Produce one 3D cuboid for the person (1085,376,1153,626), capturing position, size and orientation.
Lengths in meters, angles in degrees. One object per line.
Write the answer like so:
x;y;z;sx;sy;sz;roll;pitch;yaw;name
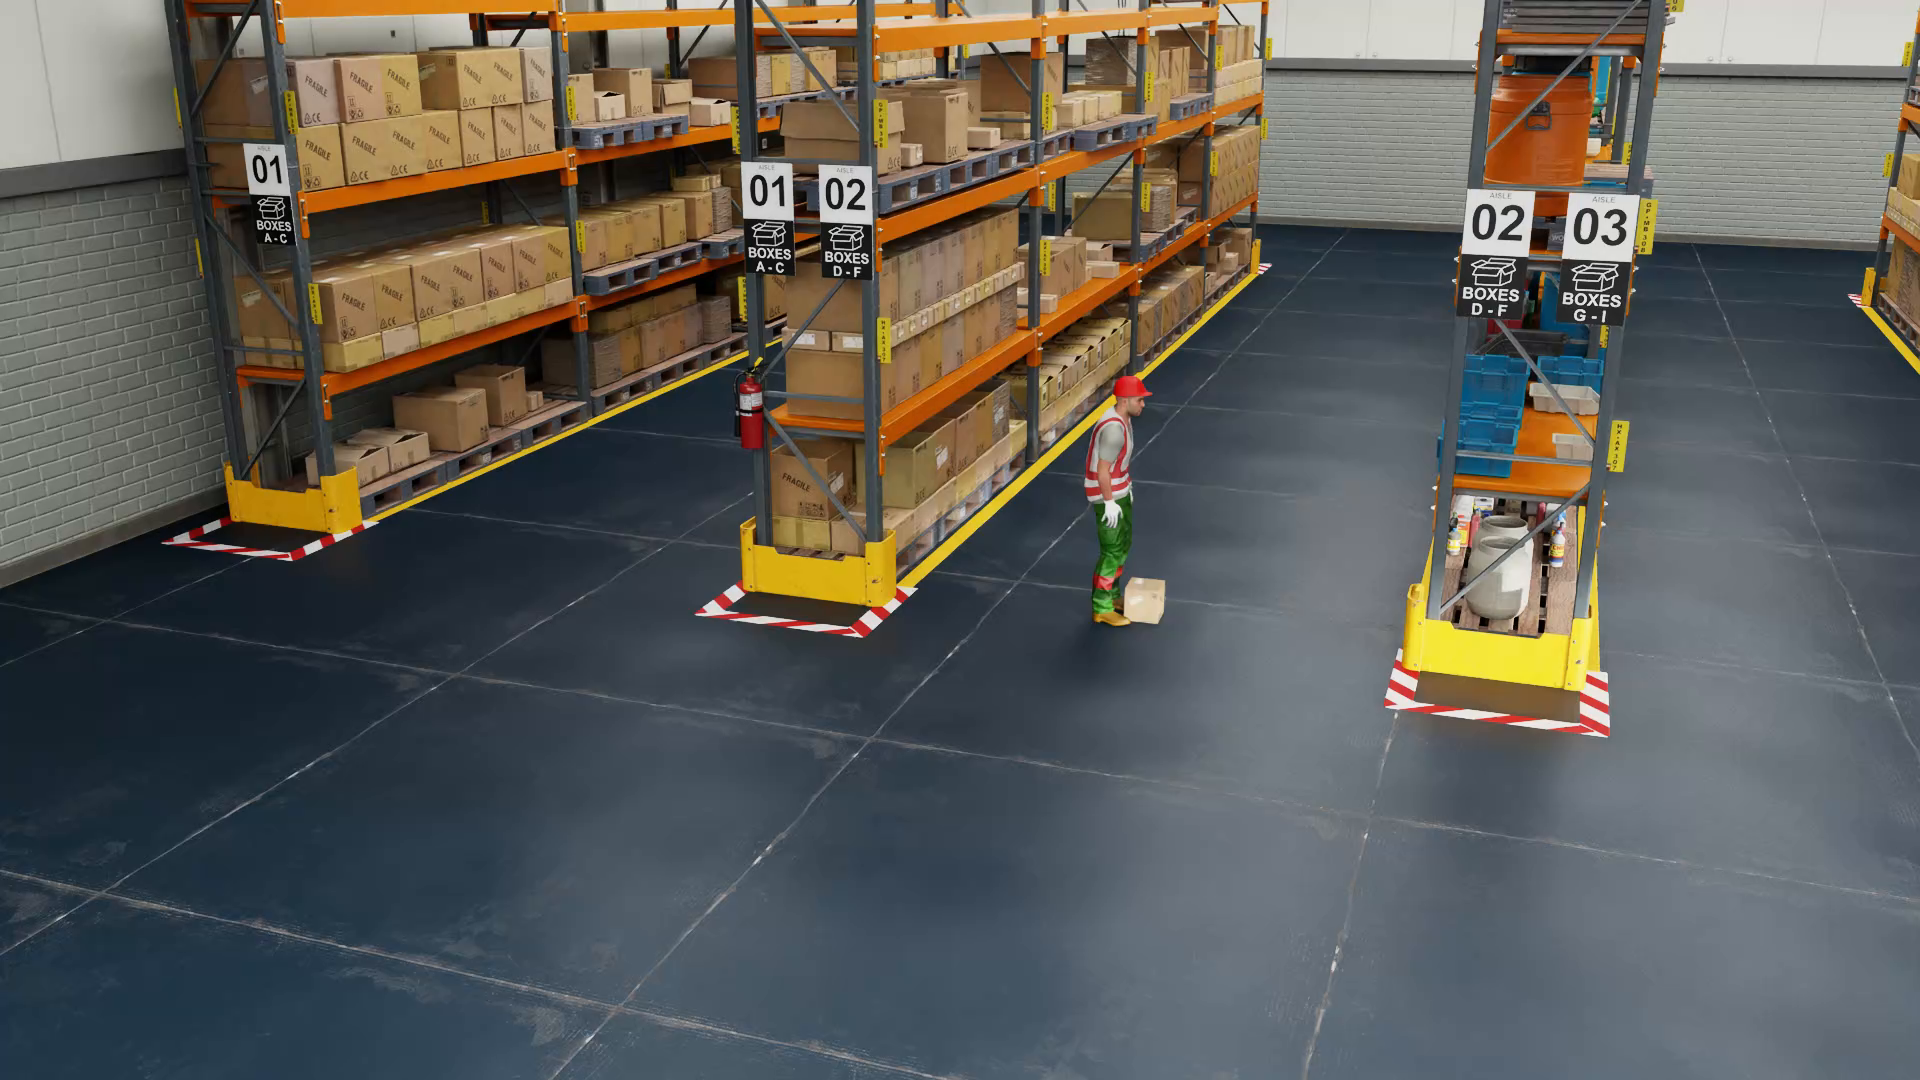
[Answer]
1.128;-0.305;11.952;0.452;1.777;0.610;5;19;15;person
